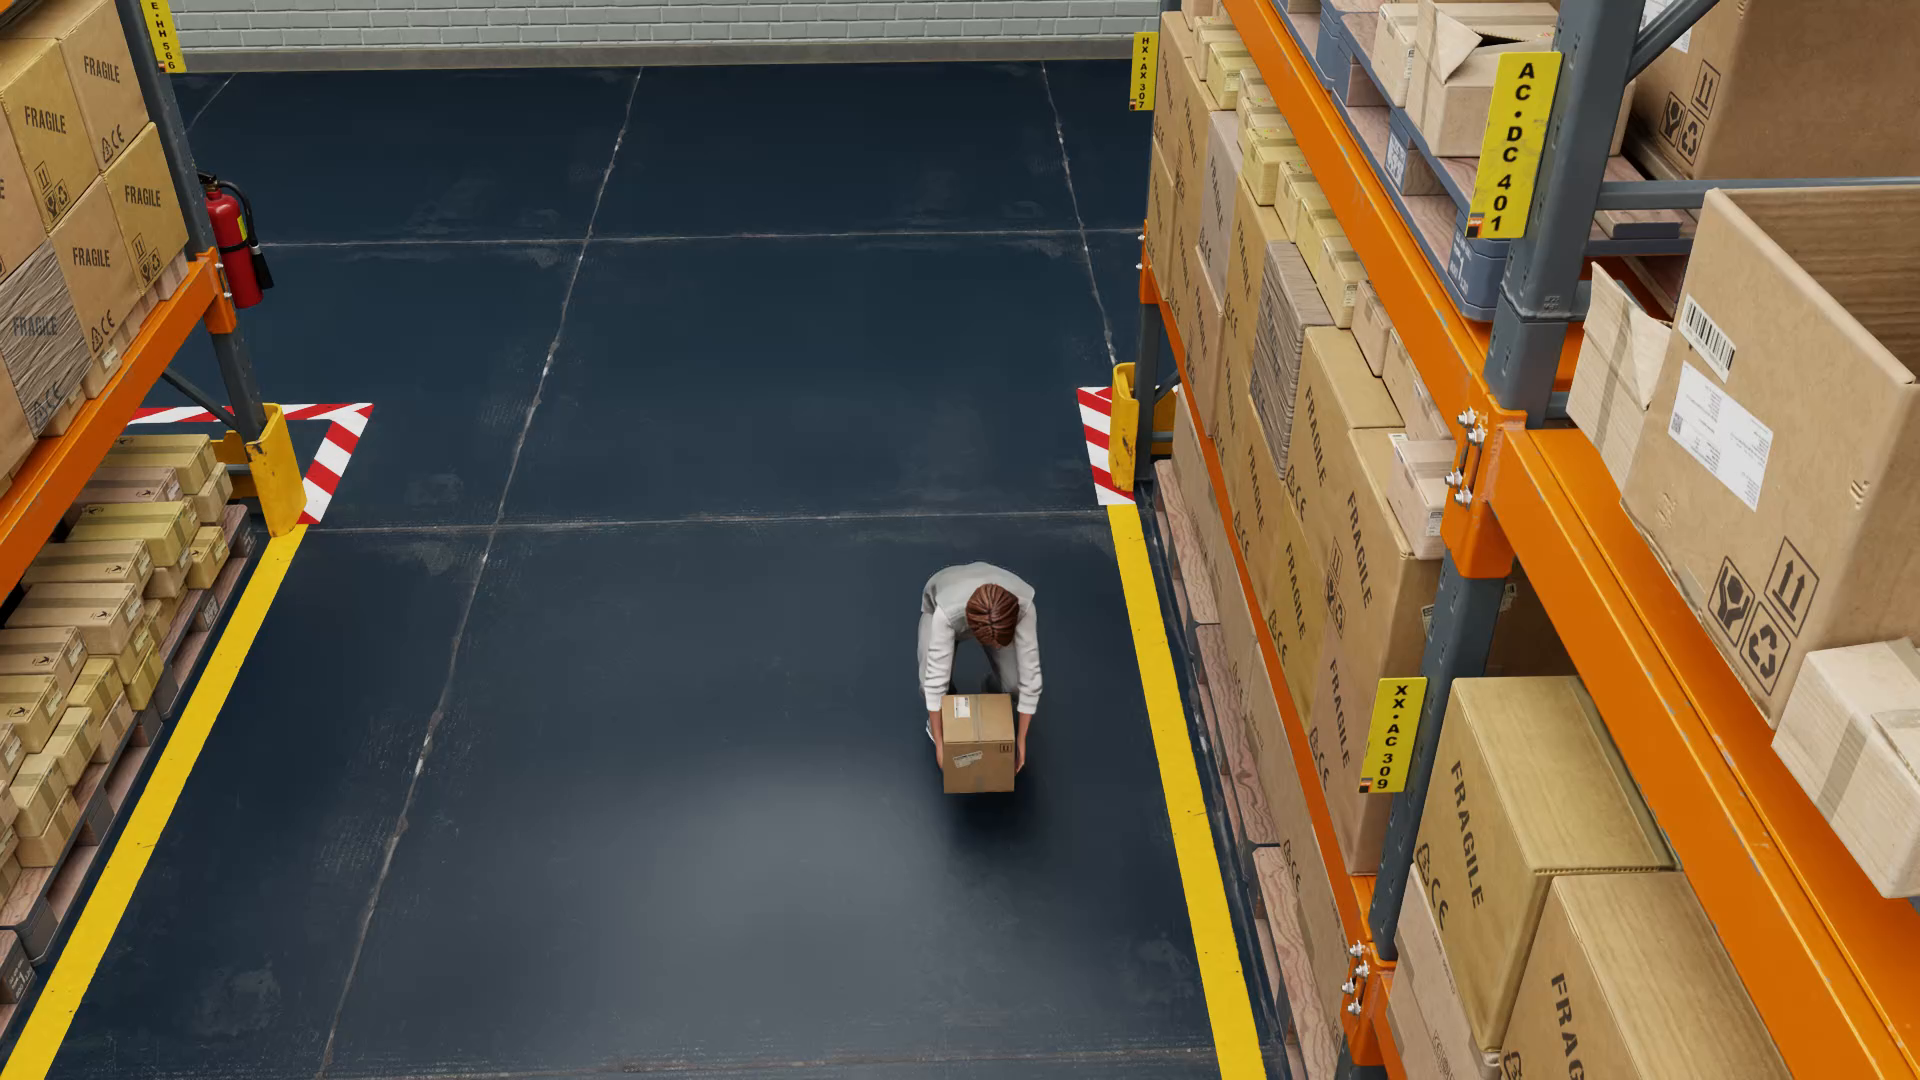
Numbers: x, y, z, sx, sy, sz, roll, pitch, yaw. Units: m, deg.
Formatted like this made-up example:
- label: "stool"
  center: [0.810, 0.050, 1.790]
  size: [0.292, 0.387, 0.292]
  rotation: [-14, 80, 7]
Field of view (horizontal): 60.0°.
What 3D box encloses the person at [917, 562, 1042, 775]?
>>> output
- label: "person"
  center: [0.064, 0.448, 6.206]
  size: [0.447, 0.814, 0.807]
  rotation: [-2, 36, -2]
